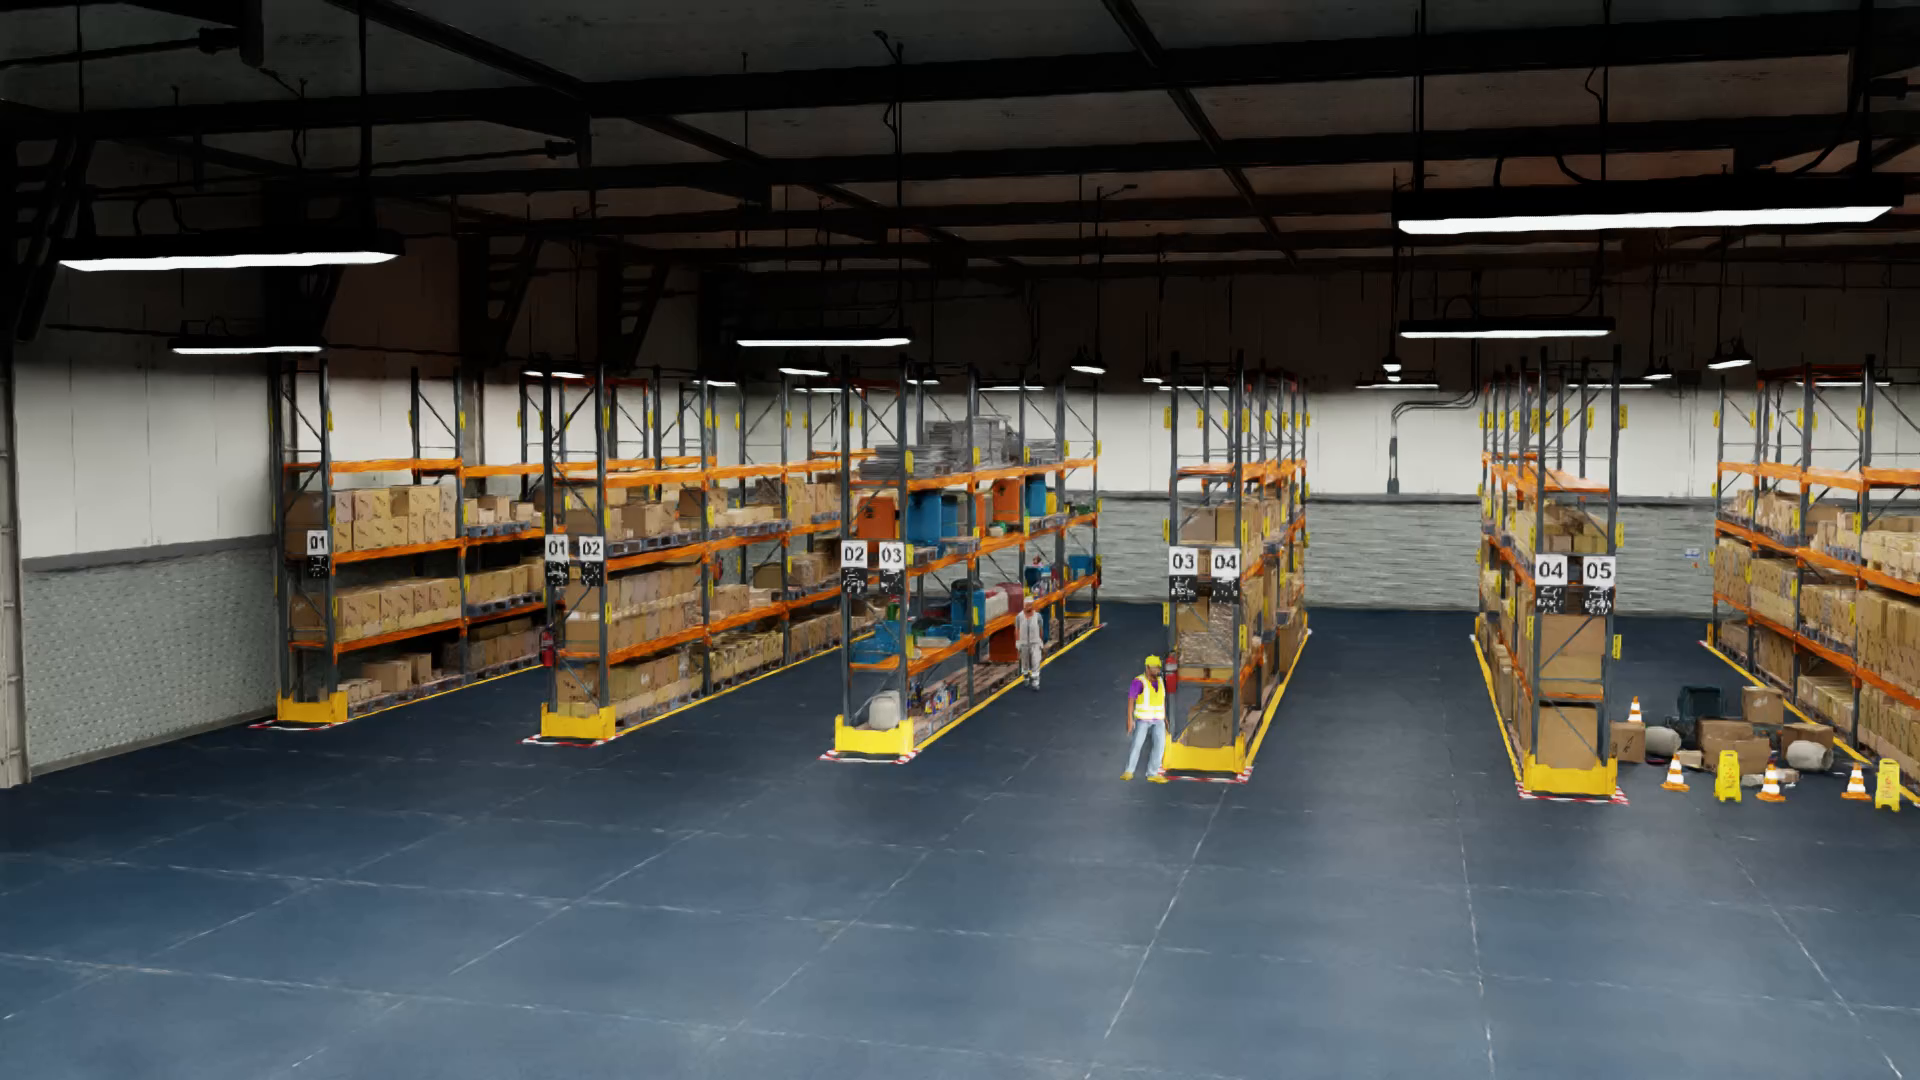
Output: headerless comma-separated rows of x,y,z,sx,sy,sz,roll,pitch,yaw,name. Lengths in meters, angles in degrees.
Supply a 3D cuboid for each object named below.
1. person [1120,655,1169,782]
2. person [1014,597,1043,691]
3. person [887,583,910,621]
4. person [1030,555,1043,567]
2.563,2.476,23.073,0.673,1.757,0.493,-2,5,-26,person
1.270,1.909,30.845,0.528,1.728,1.032,0,4,6,person
-1.407,1.416,37.802,0.548,1.709,1.128,1,4,13,person
1.991,1.126,43.175,0.417,1.517,1.036,1,4,18,person
